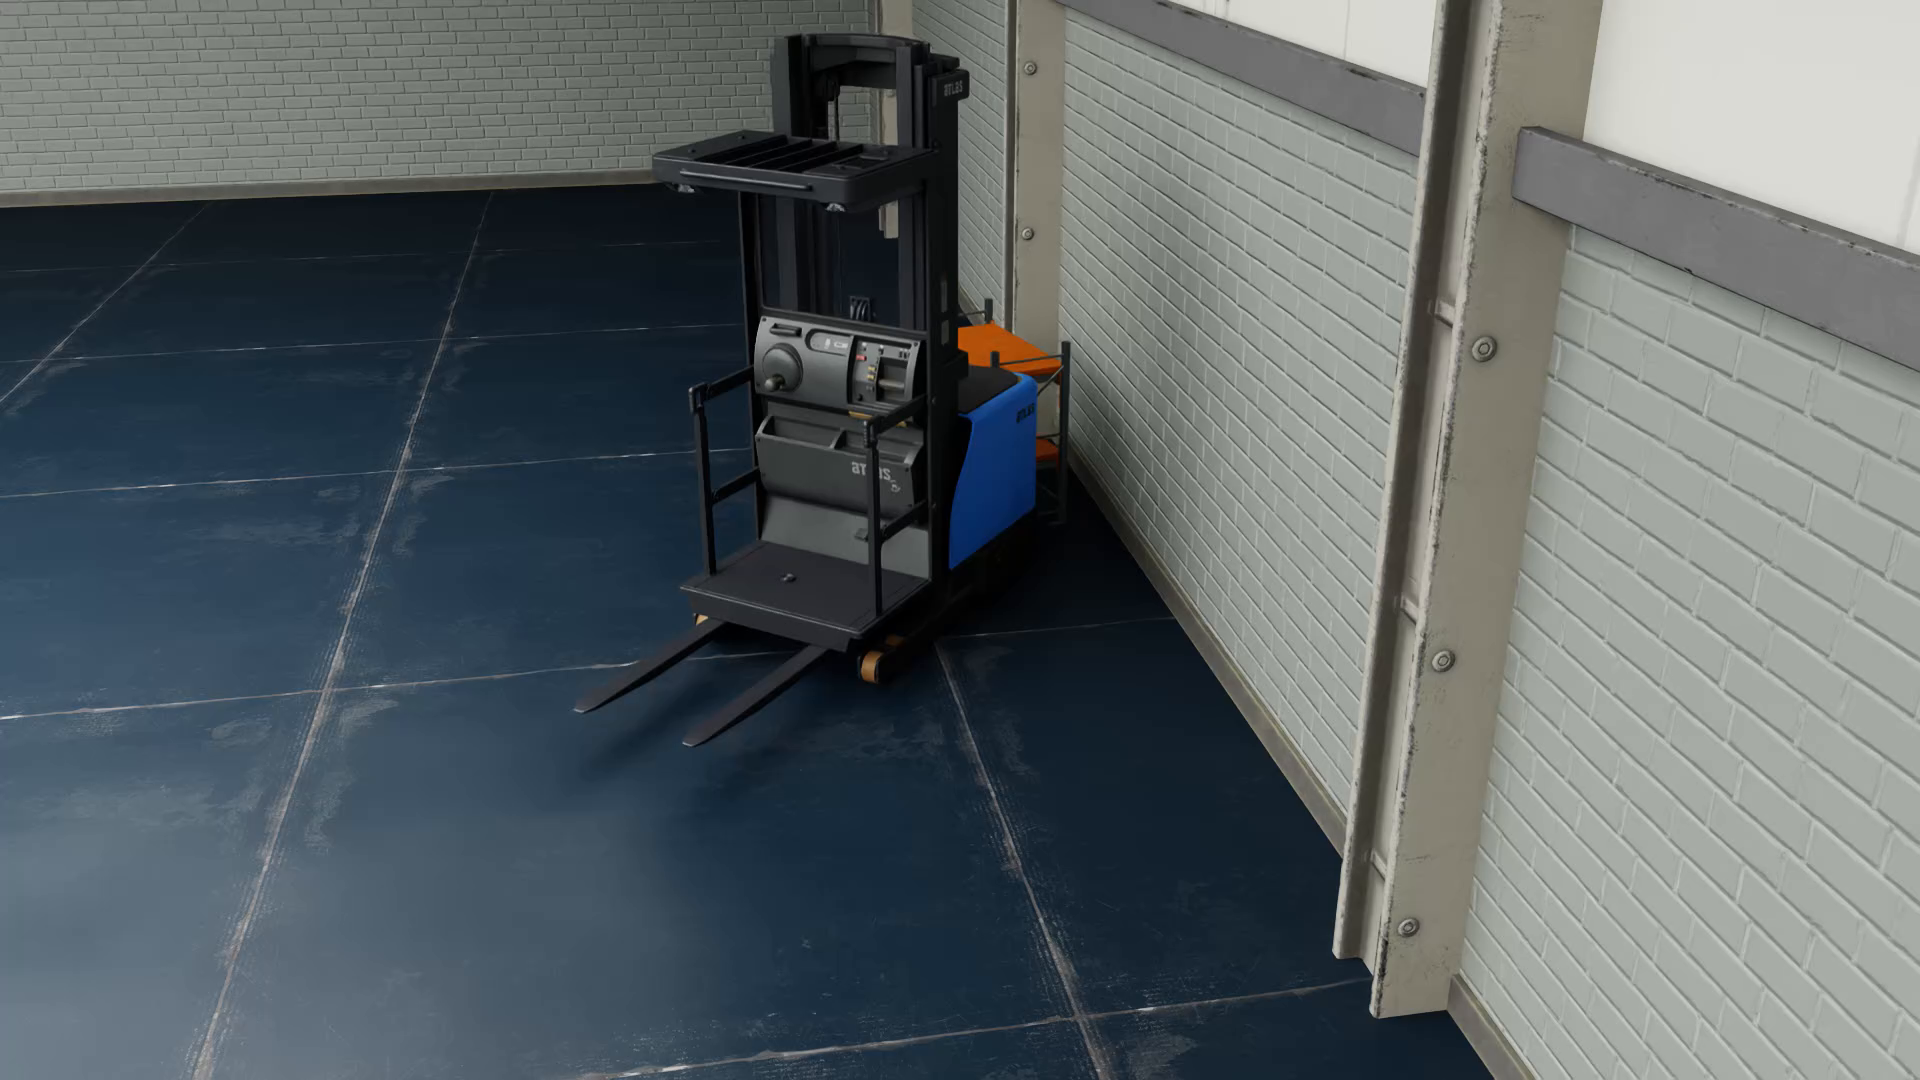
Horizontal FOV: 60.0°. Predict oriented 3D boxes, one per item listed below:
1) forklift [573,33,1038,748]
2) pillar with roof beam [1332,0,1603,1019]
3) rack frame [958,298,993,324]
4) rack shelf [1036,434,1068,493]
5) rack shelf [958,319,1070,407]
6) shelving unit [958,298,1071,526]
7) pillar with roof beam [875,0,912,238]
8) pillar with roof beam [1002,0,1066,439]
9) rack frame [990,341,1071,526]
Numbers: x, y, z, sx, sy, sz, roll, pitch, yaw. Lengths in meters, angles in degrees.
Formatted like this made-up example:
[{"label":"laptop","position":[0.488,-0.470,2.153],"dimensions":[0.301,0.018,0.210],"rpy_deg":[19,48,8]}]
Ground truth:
[{"label":"forklift","position":[-0.711,-0.844,8.020],"dimensions":[1.130,2.935,3.031],"rpy_deg":[12,27,26]},{"label":"pillar with roof beam","position":[-2.649,-2.203,3.551],"dimensions":[9.100,9.000,0.400],"rpy_deg":[-4,24,-10]},{"label":"rack frame","position":[-0.028,-0.953,10.526],"dimensions":[0.500,1.125,0.032],"rpy_deg":[-11,26,-23]},{"label":"rack shelf","position":[0.187,-0.544,10.201],"dimensions":[0.538,0.278,1.000],"rpy_deg":[-11,26,-23]},{"label":"rack shelf","position":[0.187,-1.036,9.986],"dimensions":[0.538,0.278,1.000],"rpy_deg":[-11,26,-23]},{"label":"shelving unit","position":[0.187,-0.768,10.104],"dimensions":[0.538,1.125,1.048],"rpy_deg":[-11,26,-23]},{"label":"pillar with roof beam","position":[-4.868,-6.923,14.358],"dimensions":[9.100,9.000,0.400],"rpy_deg":[-4,24,-10]},{"label":"pillar with roof beam","position":[-3.759,-4.563,8.954],"dimensions":[9.100,9.000,0.400],"rpy_deg":[-4,24,-10]},{"label":"rack frame","position":[0.402,-0.584,9.681],"dimensions":[0.500,1.125,0.032],"rpy_deg":[-11,26,-23]}]
